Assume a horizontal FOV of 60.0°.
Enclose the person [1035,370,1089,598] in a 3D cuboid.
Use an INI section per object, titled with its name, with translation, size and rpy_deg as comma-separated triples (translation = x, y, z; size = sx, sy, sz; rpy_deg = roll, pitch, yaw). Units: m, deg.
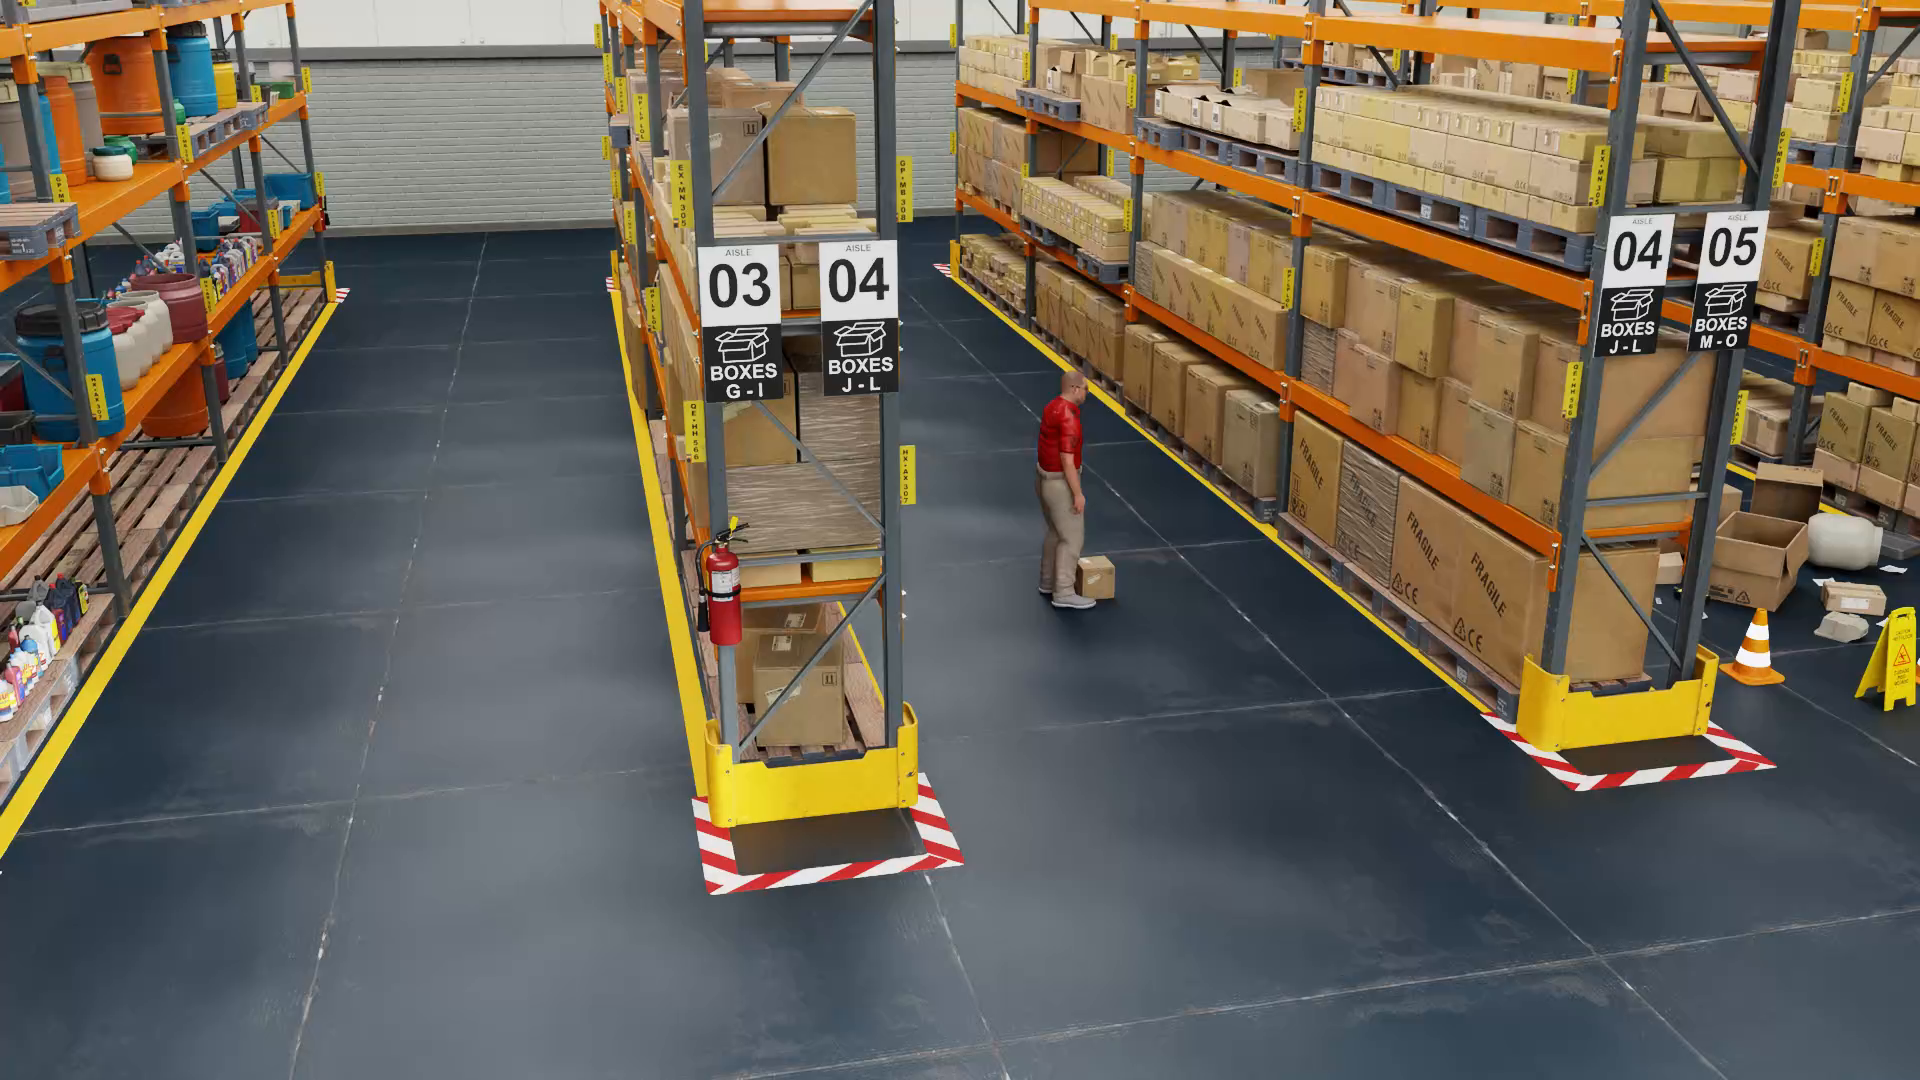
[person]
translation = 0.753, -0.422, 12.177
size = 0.370, 1.657, 0.584
rpy_deg = -4, 20, -12
